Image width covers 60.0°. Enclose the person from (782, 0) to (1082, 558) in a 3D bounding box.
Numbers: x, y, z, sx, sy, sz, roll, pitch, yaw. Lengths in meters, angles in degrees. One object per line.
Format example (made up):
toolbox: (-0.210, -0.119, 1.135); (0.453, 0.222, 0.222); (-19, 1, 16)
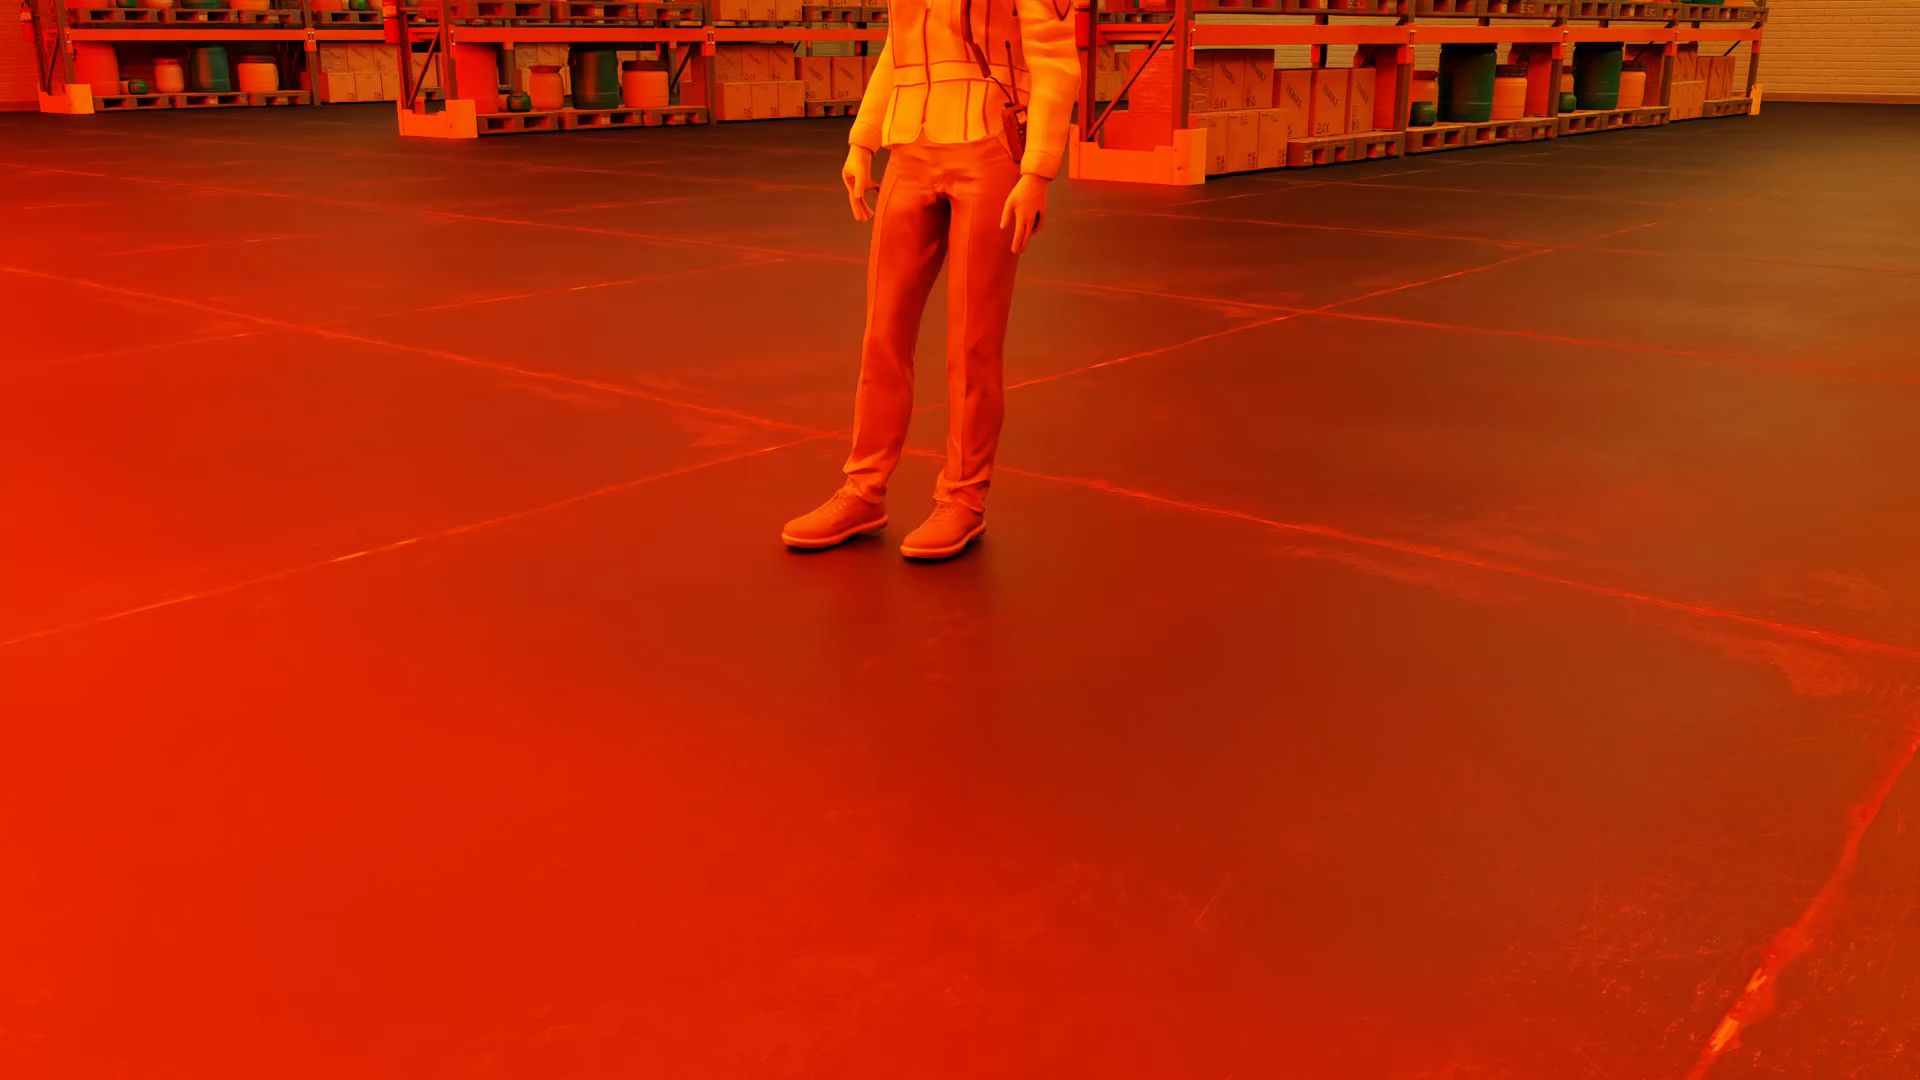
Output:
person: (-0.055, -0.805, 3.653); (0.570, 1.695, 0.531); (13, 21, 37)
